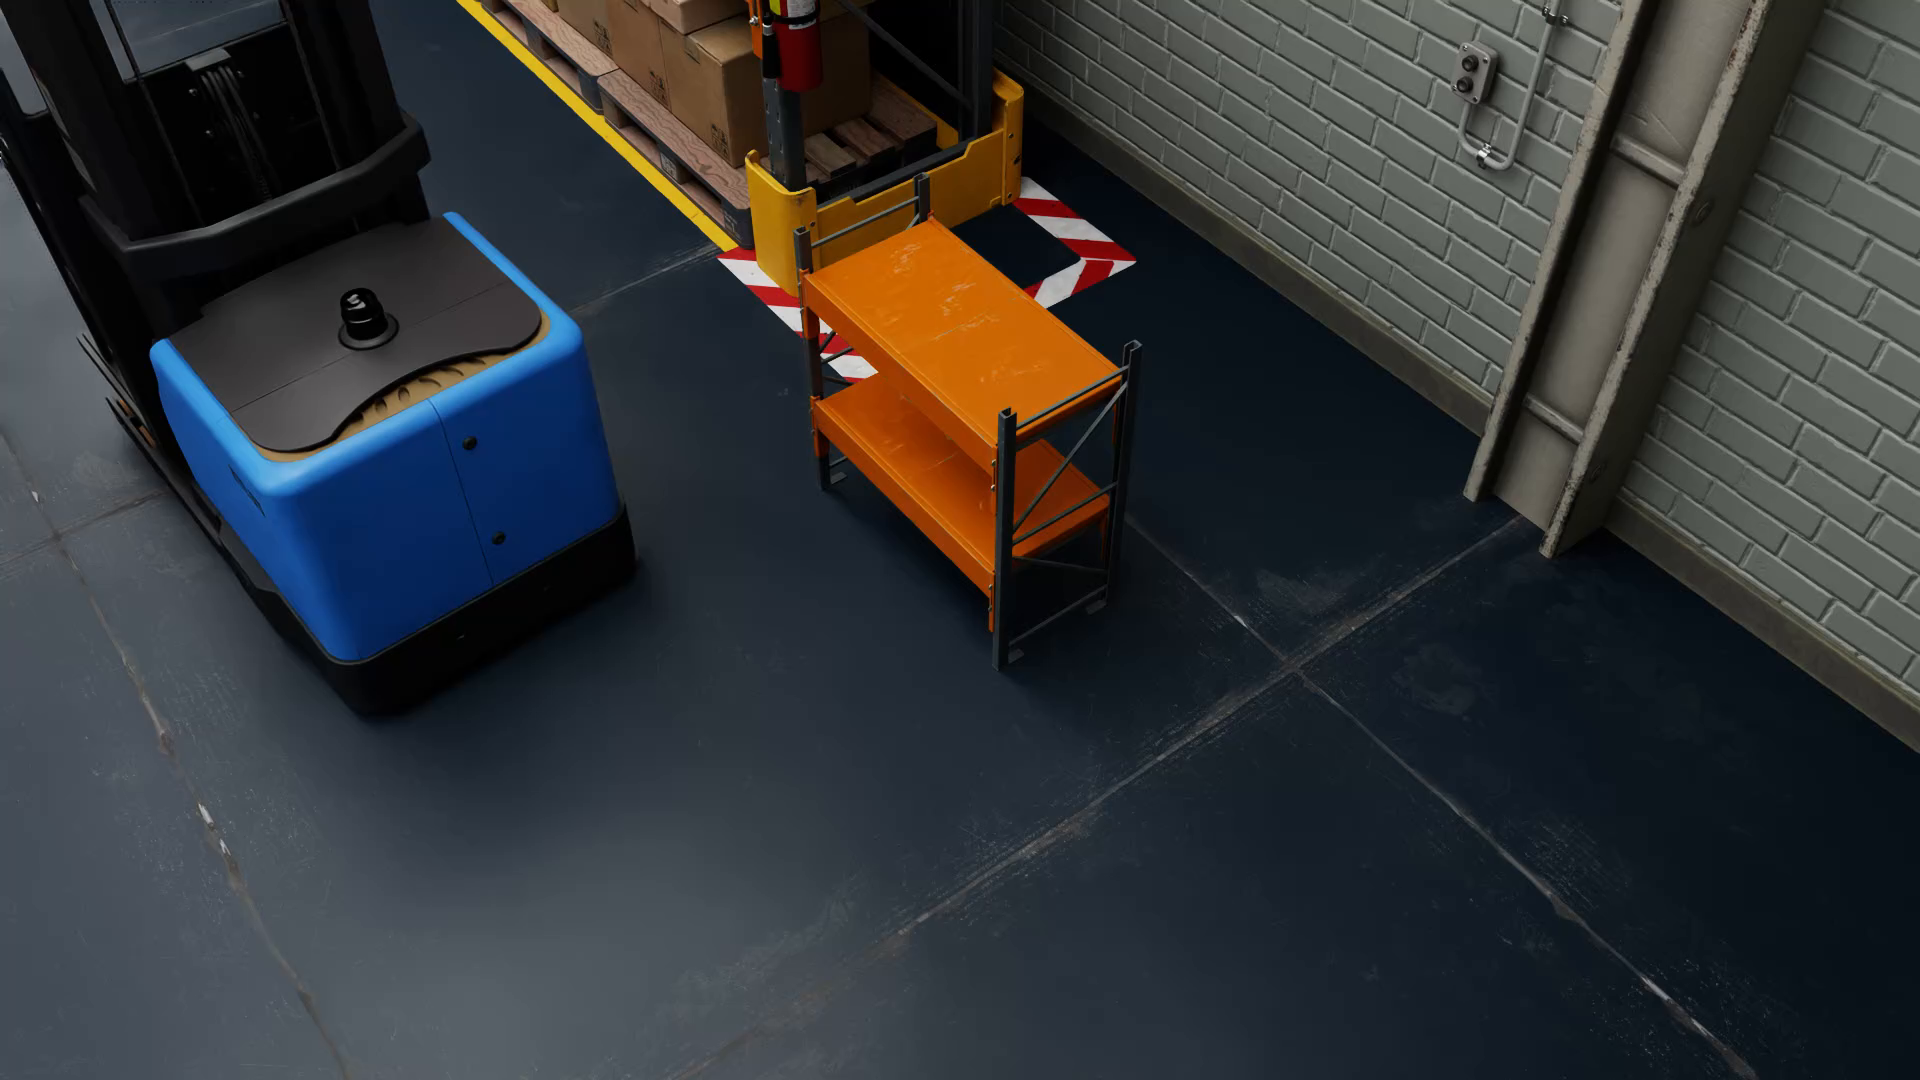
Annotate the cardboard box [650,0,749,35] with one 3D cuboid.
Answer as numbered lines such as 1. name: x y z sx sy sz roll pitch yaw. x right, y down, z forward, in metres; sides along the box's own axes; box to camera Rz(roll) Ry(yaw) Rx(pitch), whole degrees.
1. cardboard box: -1.026 -2.210 6.694 0.380 0.149 0.250 -30 54 -24

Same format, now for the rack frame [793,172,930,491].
1. rack frame: -0.304 -0.674 5.601 0.500 1.125 0.032 -29 54 -24

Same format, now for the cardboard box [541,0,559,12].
1. cardboard box: -1.740 -2.900 7.758 0.700 0.500 0.500 -28 54 -23

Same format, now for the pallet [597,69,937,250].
1. pallet: -0.846 -1.828 7.265 1.003 0.211 1.213 -29 54 -24

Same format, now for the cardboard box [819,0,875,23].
1. cardboard box: -0.568 -2.232 6.714 0.380 0.149 0.250 -29 54 -24

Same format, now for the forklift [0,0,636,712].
1. forklift: -2.437 -1.472 5.106 1.130 2.935 3.031 -33 56 -26

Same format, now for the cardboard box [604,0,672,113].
1. cardboard box: -1.106 -2.293 7.208 0.700 0.500 0.500 -30 54 -24

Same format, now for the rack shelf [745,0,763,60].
1. rack shelf: -1.511 -3.266 7.172 1.077 0.370 4.000 -29 54 -24

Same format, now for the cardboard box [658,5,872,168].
1. cardboard box: -0.803 -1.998 6.940 0.700 0.500 0.500 -29 54 -24

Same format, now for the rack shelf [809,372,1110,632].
1. rack shelf: 0.004 -0.210 5.511 0.538 0.278 1.000 -29 54 -24

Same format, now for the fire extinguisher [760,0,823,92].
1. fire extinguisher: -0.576 -1.881 5.735 0.296 0.674 0.183 -29 54 -24

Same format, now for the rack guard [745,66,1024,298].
1. rack guard: -0.285 -1.475 6.750 1.175 0.500 0.348 -29 54 -24

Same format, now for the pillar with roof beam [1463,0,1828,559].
1. pillar with roof beam: -1.403 -1.208 0.771 9.100 9.000 0.400 -29 54 -24

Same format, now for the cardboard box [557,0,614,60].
1. cardboard box: -1.411 -2.589 7.476 0.700 0.500 0.500 -31 55 -25

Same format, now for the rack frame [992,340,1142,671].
1. rack frame: 0.312 -0.074 5.058 0.500 1.125 0.032 -29 54 -24

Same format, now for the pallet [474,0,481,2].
1. pallet: -2.324 -3.267 8.569 1.003 0.211 1.213 -29 54 -24

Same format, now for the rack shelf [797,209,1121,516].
1. rack shelf: 0.004 -0.570 5.113 0.538 0.278 1.000 -29 54 -24

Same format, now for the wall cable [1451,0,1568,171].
1. wall cable: 1.228 -2.339 5.160 0.084 1.984 1.851 -29 54 -24

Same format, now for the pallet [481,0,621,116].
1. pallet: -1.581 -2.547 7.917 1.003 0.211 1.213 -29 54 -24

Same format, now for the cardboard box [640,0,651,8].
1. cardboard box: -1.181 -2.360 6.831 0.380 0.149 0.250 -28 54 -23

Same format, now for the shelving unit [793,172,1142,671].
1. shelving unit: 0.004 -0.374 5.330 0.538 1.125 1.048 -29 54 -24

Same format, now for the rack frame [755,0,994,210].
1. rack frame: -0.300 -2.328 5.836 1.000 3.000 0.127 -29 54 -24
